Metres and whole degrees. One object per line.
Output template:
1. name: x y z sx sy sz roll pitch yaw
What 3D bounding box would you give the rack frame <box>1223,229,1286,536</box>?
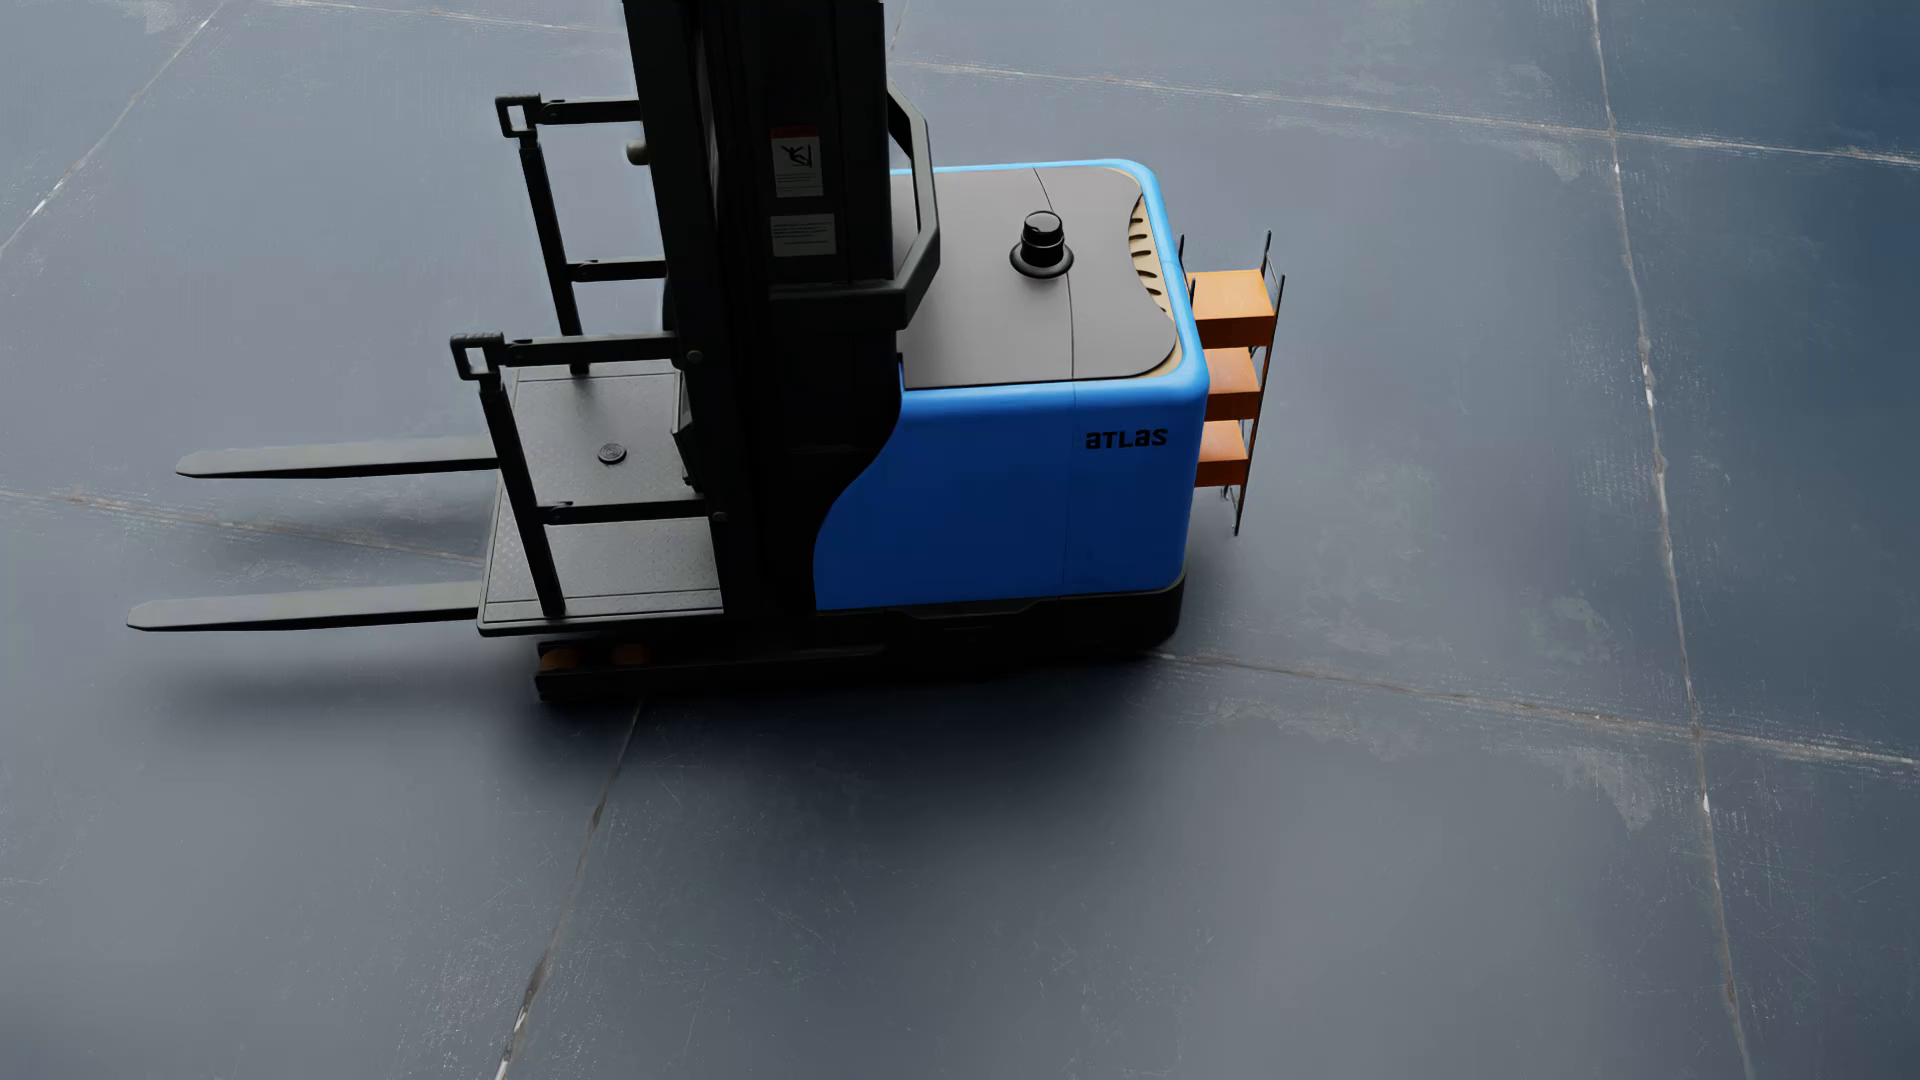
1. rack frame: 0.866 -0.437 4.937 0.008 1.050 0.200 -3 48 -3

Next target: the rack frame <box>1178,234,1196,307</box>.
1. rack frame: 0.623 -0.422 4.924 0.008 1.050 0.200 -3 48 -3

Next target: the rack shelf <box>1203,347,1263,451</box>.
1. rack shelf: 0.744 -0.422 4.938 0.240 0.259 0.215 -3 48 -3

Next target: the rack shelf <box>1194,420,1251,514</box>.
1. rack shelf: 0.744 -0.237 5.145 0.240 0.259 0.215 -3 48 -3

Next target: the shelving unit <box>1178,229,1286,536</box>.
1. shelving unit: 0.744 -0.430 4.930 0.252 1.050 0.215 -3 48 -3

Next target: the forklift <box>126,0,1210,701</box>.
1. forklift: -0.894 -0.926 4.112 3.031 2.935 1.130 -3 48 -3

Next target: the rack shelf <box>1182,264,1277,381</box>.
1. rack shelf: 0.744 -0.612 4.727 0.240 0.259 0.215 -3 48 -3
